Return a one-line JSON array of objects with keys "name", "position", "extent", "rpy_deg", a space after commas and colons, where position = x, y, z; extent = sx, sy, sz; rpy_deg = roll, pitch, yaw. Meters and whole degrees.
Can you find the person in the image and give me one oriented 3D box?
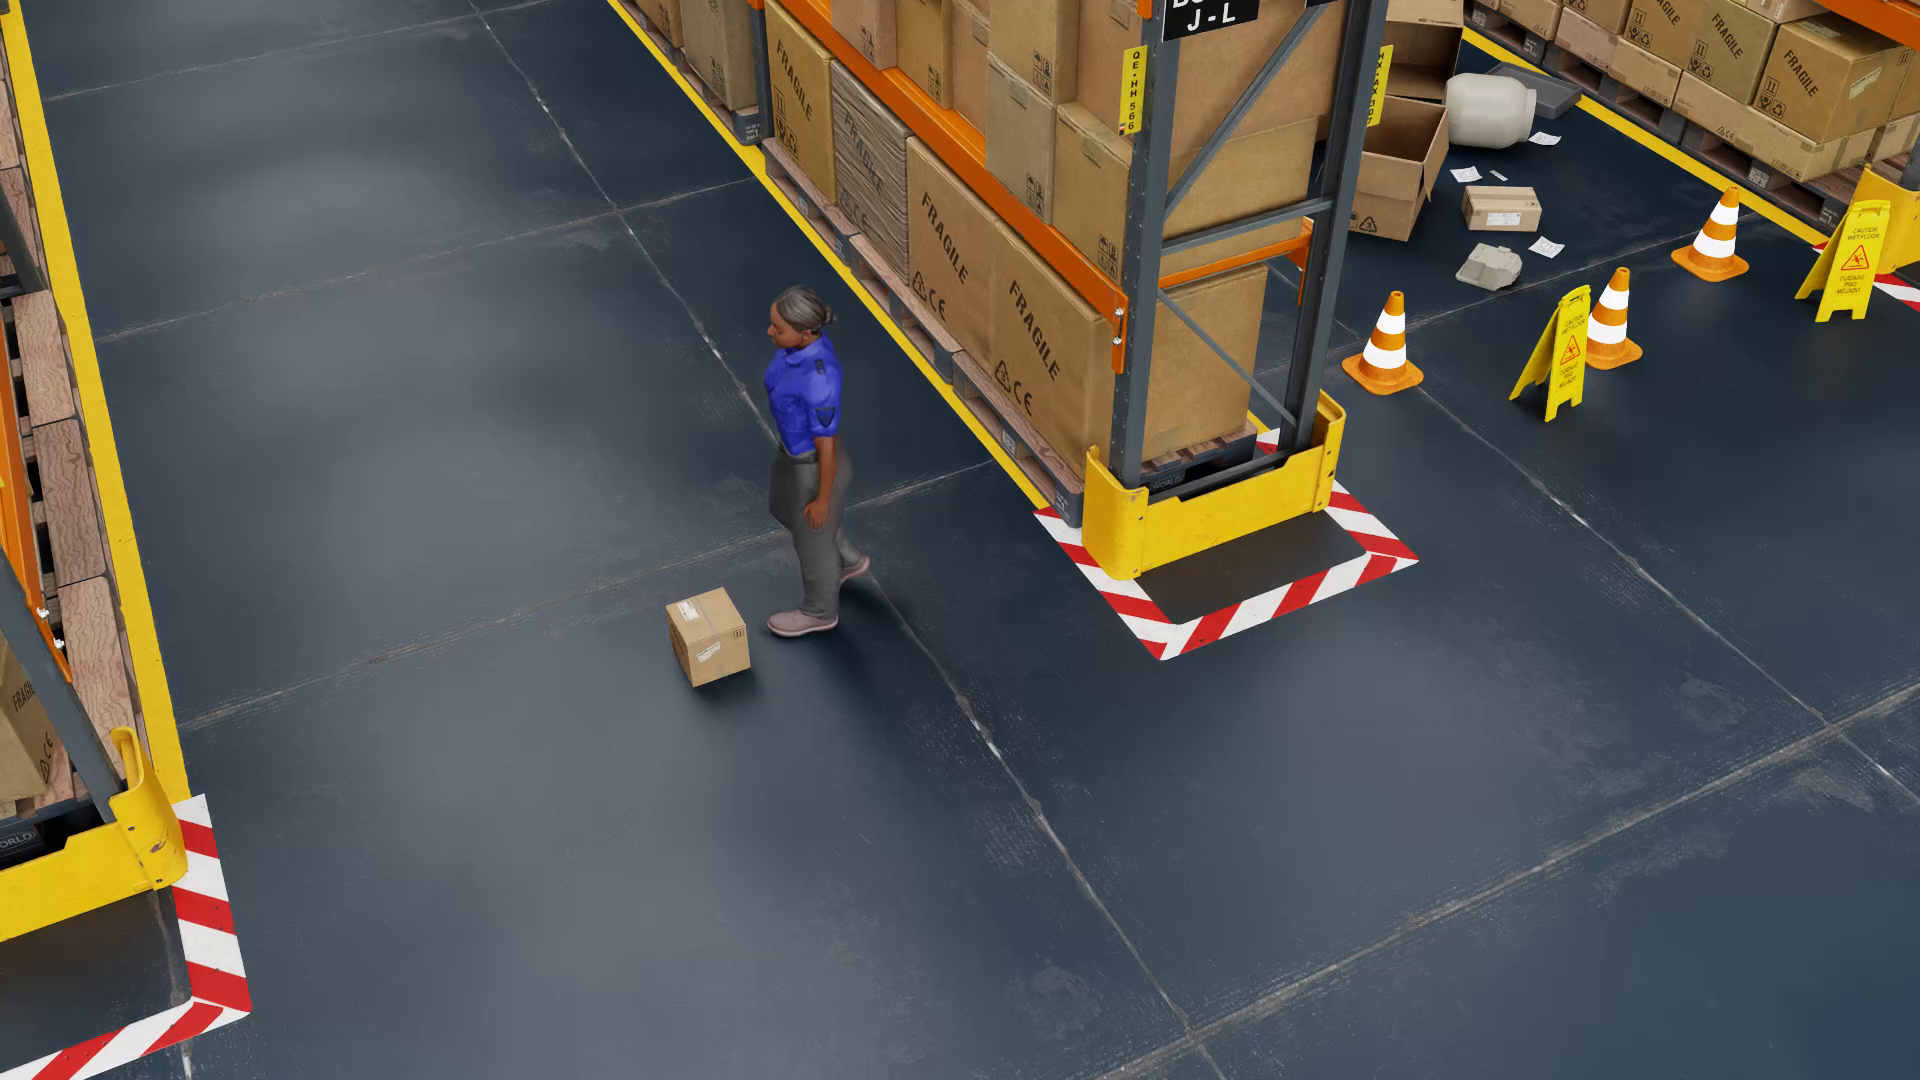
[{"name": "person", "position": [-0.578, -0.294, 6.485], "extent": [0.481, 1.678, 0.500], "rpy_deg": [-11, 43, -12]}]
